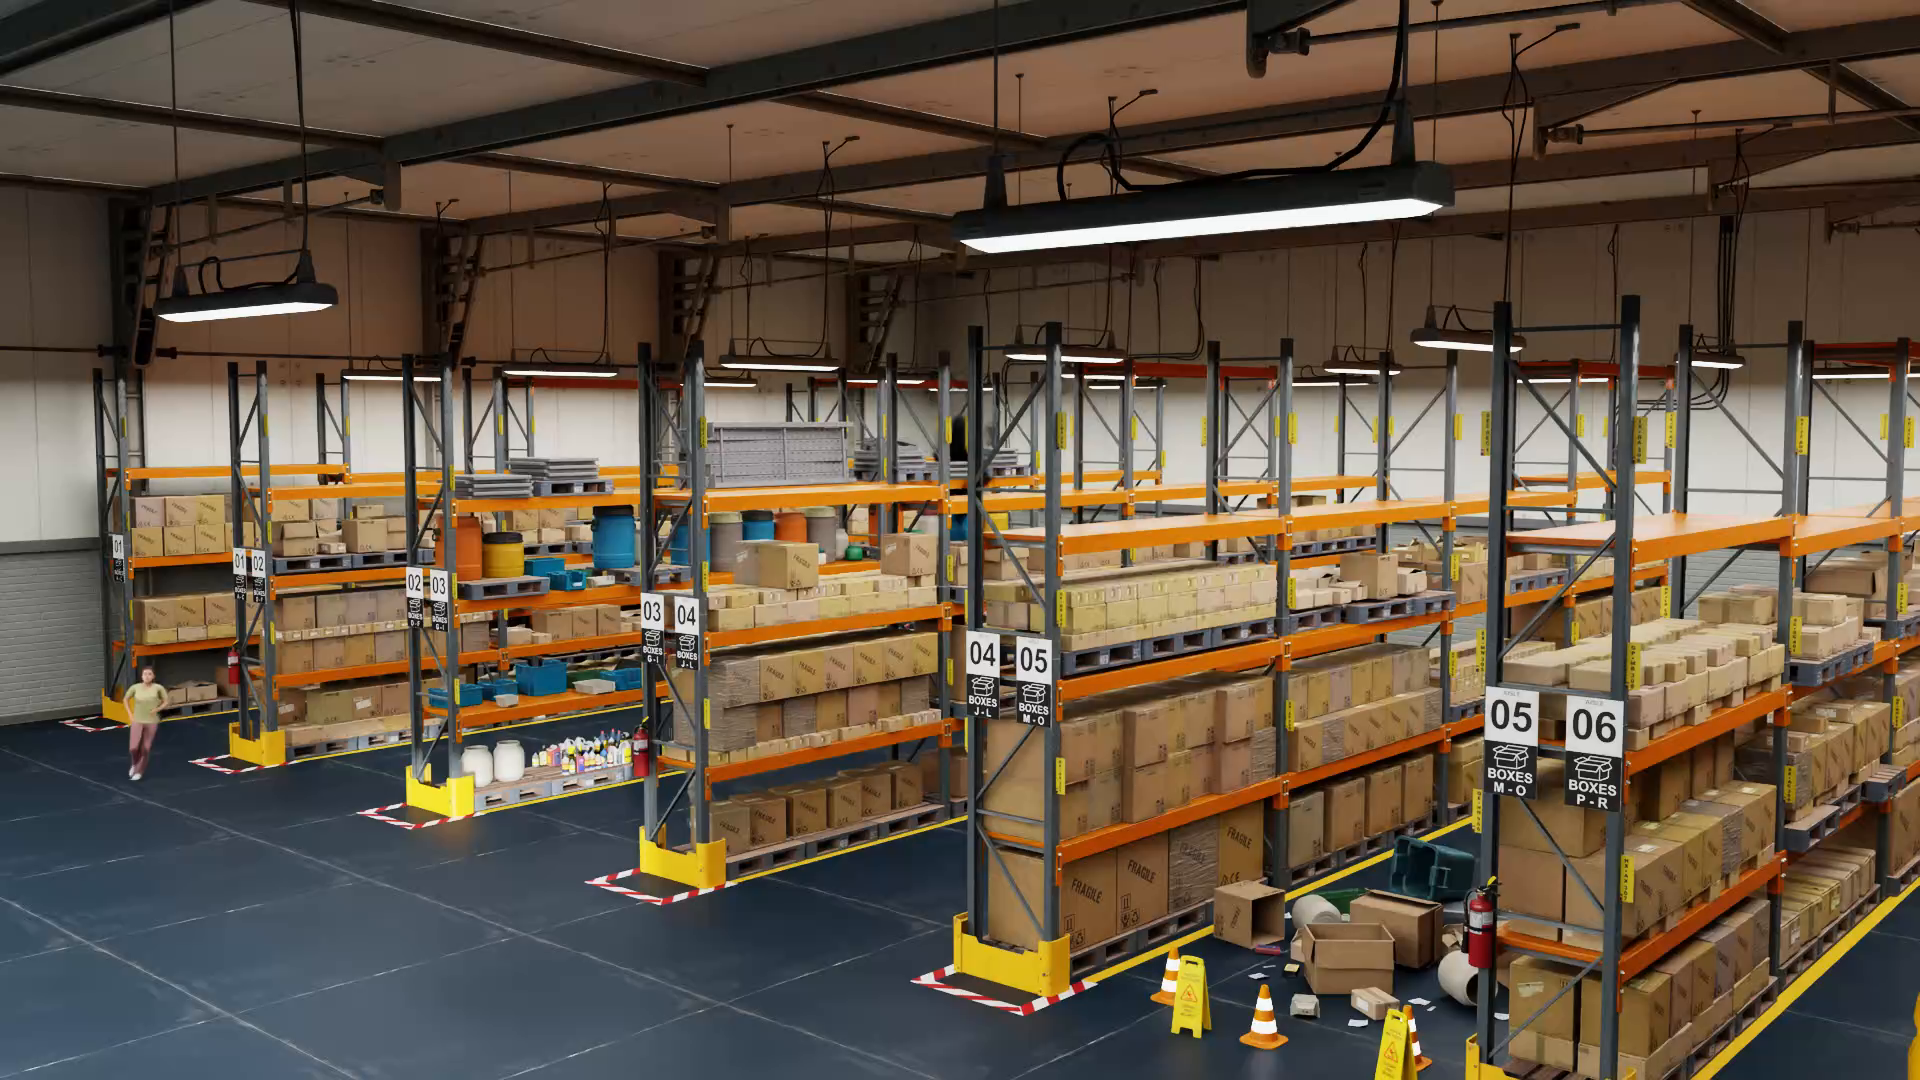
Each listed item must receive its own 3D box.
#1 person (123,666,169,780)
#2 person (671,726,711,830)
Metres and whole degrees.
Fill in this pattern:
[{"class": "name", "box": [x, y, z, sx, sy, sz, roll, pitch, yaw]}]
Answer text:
[{"class": "person", "box": [-11.617, 2.605, 23.746, 0.588, 1.624, 0.495, -2, 5, -24]}, {"class": "person", "box": [-3.353, 2.738, 21.036, 0.637, 1.814, 0.711, 3, 5, 33]}]
